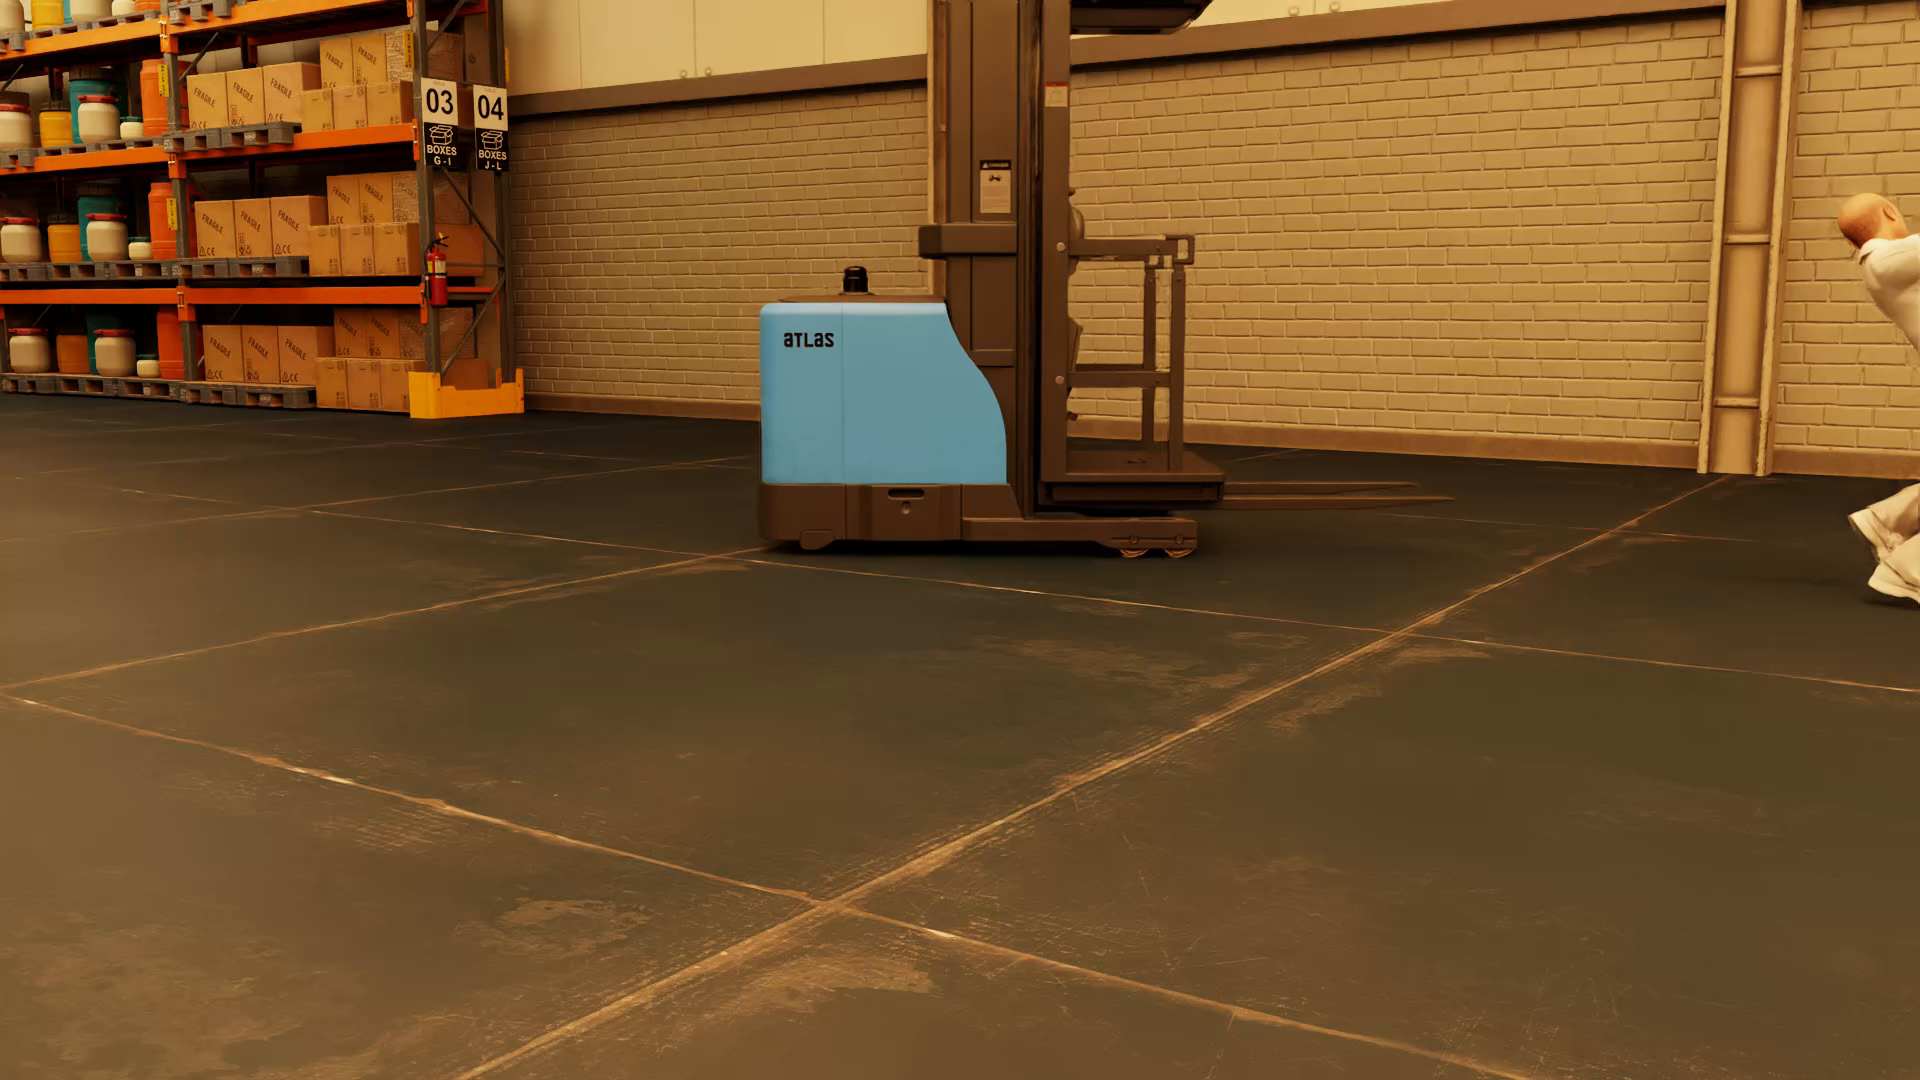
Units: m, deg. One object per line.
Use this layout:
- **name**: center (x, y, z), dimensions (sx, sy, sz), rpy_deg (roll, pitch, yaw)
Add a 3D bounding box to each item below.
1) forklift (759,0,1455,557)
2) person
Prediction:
- **forklift**: center (0.647, -1.453, 7.413), dimensions (3.031, 2.935, 1.130), rpy_deg (0, 8, 0)
- **person**: center (3.456, -0.605, 5.803), dimensions (0.717, 1.697, 1.085), rpy_deg (3, 9, 22)
